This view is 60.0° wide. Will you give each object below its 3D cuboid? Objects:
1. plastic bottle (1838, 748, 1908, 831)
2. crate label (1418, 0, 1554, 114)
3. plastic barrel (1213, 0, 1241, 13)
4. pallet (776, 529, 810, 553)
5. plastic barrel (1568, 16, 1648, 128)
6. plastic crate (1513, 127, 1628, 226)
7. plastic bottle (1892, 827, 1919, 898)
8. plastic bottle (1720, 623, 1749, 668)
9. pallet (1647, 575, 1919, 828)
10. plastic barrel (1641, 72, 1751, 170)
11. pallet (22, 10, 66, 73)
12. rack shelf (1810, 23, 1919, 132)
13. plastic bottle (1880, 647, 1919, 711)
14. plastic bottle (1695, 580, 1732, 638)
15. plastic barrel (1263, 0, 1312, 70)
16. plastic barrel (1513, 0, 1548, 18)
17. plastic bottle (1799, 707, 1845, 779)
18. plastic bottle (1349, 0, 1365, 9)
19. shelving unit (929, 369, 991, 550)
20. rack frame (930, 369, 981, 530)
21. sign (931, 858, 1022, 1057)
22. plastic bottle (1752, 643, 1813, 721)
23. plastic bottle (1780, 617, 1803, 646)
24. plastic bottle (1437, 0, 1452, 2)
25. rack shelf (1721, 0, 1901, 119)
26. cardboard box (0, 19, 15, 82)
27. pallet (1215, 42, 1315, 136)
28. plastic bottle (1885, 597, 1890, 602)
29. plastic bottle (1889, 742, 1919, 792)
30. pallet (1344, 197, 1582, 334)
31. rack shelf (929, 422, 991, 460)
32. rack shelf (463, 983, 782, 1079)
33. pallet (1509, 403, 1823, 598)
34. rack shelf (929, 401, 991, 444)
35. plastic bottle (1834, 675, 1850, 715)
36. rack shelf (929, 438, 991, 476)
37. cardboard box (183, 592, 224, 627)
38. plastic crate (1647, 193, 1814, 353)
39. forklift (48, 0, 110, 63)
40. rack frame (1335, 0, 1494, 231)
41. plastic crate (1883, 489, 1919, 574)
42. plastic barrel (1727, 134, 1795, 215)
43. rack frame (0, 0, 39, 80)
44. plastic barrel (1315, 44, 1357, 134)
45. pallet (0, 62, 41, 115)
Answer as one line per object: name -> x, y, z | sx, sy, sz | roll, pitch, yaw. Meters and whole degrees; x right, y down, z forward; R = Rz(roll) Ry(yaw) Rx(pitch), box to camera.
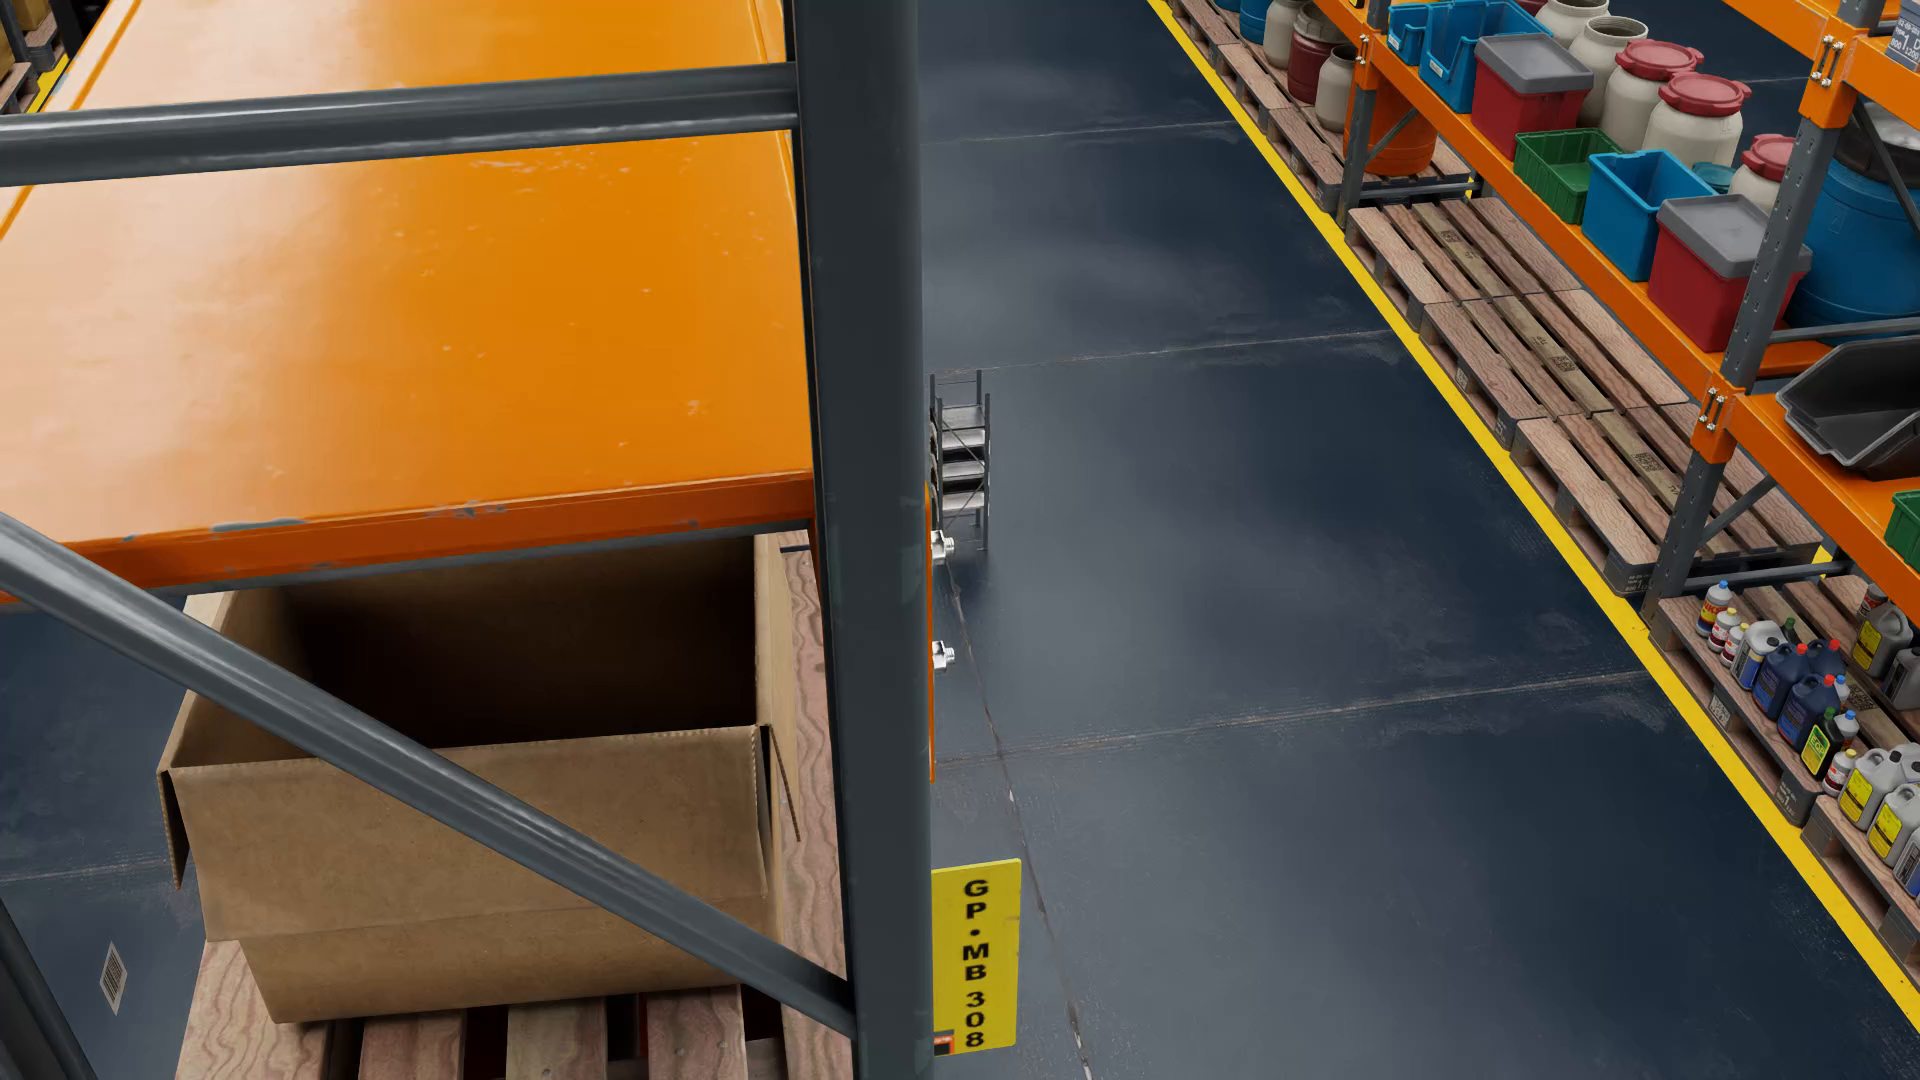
plastic bottle -> 3.485, 0.921, 6.320 | 0.144, 0.351, 0.185 | -7, 38, -8
crate label -> 2.851, -2.655, 9.093 | 0.502, 0.435, 0.616 | -6, 38, -8
plastic barrel -> 2.321, -4.693, 13.113 | 0.600, 0.901, 0.708 | -6, 38, -8
pallet -> -0.847, -0.225, 3.622 | 1.003, 0.211, 1.213 | -6, 38, -8
plastic barrel -> 3.408, -2.461, 8.782 | 0.421, 0.512, 0.421 | 0, 38, 0
plastic crate -> 3.062, -1.792, 8.184 | 0.450, 0.188, 0.662 | -6, 38, -8
plastic bottle -> 3.551, 1.163, 6.070 | 0.152, 0.276, 0.135 | -7, 38, -9
plastic bottle -> 3.305, 0.440, 7.061 | 0.097, 0.201, 0.097 | 0, 38, 0
pallet -> 3.721, 0.657, 7.132 | 1.003, 0.211, 1.213 | -6, 38, -8
plastic barrel -> 3.564, -1.952, 8.107 | 0.433, 0.535, 0.433 | 0, 38, 0
pallet -> -7.568, -3.987, 13.110 | 1.003, 0.211, 1.213 | -6, 38, -8
rack shelf -> 3.995, -0.546, 4.550 | 1.077, 0.370, 4.000 | -6, 38, -8
plastic bottle -> 3.934, 0.553, 6.855 | 0.152, 0.276, 0.135 | -6, 38, -8
plastic bottle -> 3.269, 0.289, 7.198 | 0.097, 0.271, 0.097 | 0, 38, 0
plastic barrel -> 2.456, -3.761, 12.231 | 0.421, 0.512, 0.421 | 0, 38, 0
plastic barrel -> 3.323, -3.076, 9.553 | 0.600, 0.536, 0.708 | -6, 38, -8
plastic bottle -> 3.399, 0.795, 6.537 | 0.061, 0.283, 0.133 | -5, 38, -6
plastic bottle -> 2.453, -3.422, 10.205 | 0.061, 0.283, 0.133 | -6, 38, -8
shelving unit -> -0.001, -0.360, 7.880 | 0.258, 0.900, 0.210 | -6, 38, -8
rack frame -> -0.019, -0.422, 7.959 | 0.240, 0.900, 0.006 | -6, 38, -8
sign -> 0.016, 0.475, 1.871 | 0.100, 0.325, 0.005 | -6, 38, -8
plastic bottle -> 3.378, 0.551, 6.797 | 0.144, 0.351, 0.185 | -5, 38, -7
plastic bottle -> 3.457, 0.465, 6.962 | 0.061, 0.283, 0.133 | -6, 38, -8
plastic bottle -> 3.036, -3.501, 10.312 | 0.152, 0.276, 0.135 | -6, 38, -8
rack shelf -> 3.294, -2.962, 7.660 | 1.077, 0.370, 4.000 | -6, 38, -8
cardboard box -> -7.269, -3.559, 11.696 | 0.750, 0.750, 0.750 | -6, 38, -7
pallet -> 2.554, -3.376, 12.323 | 1.003, 0.211, 1.213 | -6, 38, -8
plastic bottle -> 4.054, 0.300, 7.174 | 0.061, 0.283, 0.133 | -4, 38, -6
plastic bottle -> 3.627, 0.920, 6.383 | 0.152, 0.276, 0.135 | -6, 38, -8
pallet -> 3.041, -1.697, 10.162 | 1.003, 0.211, 1.213 | -6, 38, -8
rack shelf -> -0.001, -0.476, 7.790 | 0.258, 0.077, 0.200 | -6, 38, -8
rack shelf -> -0.882, -0.016, 3.867 | 1.077, 0.370, 4.000 | -6, 38, -8
pallet -> 3.469, -0.223, 8.265 | 1.003, 0.211, 1.213 | -6, 38, -8
rack shelf -> -0.001, -0.547, 7.735 | 0.258, 0.077, 0.200 | -6, 38, -8
plastic bottle -> 3.522, 0.656, 6.725 | 0.097, 0.271, 0.097 | 0, 38, 0
rack shelf -> -0.001, -0.405, 7.845 | 0.258, 0.077, 0.200 | -6, 38, -8
cardboard box -> -0.993, 0.079, 2.824 | 0.500, 0.250, 0.500 | -6, 38, -8
plastic crate -> 3.259, -1.139, 7.119 | 0.402, 0.464, 0.583 | -6, 38, -8
forklift -> -3.475, -1.823, 8.108 | 1.130, 2.935, 3.031 | -7, 38, -9
rack frame -> 2.943, -3.270, 9.914 | 1.000, 3.000, 0.127 | -6, 38, -8
plastic crate -> 3.605, 0.080, 5.775 | 0.450, 0.188, 0.662 | -6, 38, -8
plastic barrel -> 3.693, -1.509, 7.537 | 0.433, 0.535, 0.433 | 0, 38, 0
rack frame -> -7.511, -4.620, 11.652 | 1.000, 3.000, 0.127 | -6, 38, -8
plastic barrel -> 2.654, -3.078, 11.353 | 0.421, 0.512, 0.421 | 0, 38, 0
pallet -> -7.302, -3.061, 11.918 | 1.003, 0.211, 1.213 | -6, 38, -8
